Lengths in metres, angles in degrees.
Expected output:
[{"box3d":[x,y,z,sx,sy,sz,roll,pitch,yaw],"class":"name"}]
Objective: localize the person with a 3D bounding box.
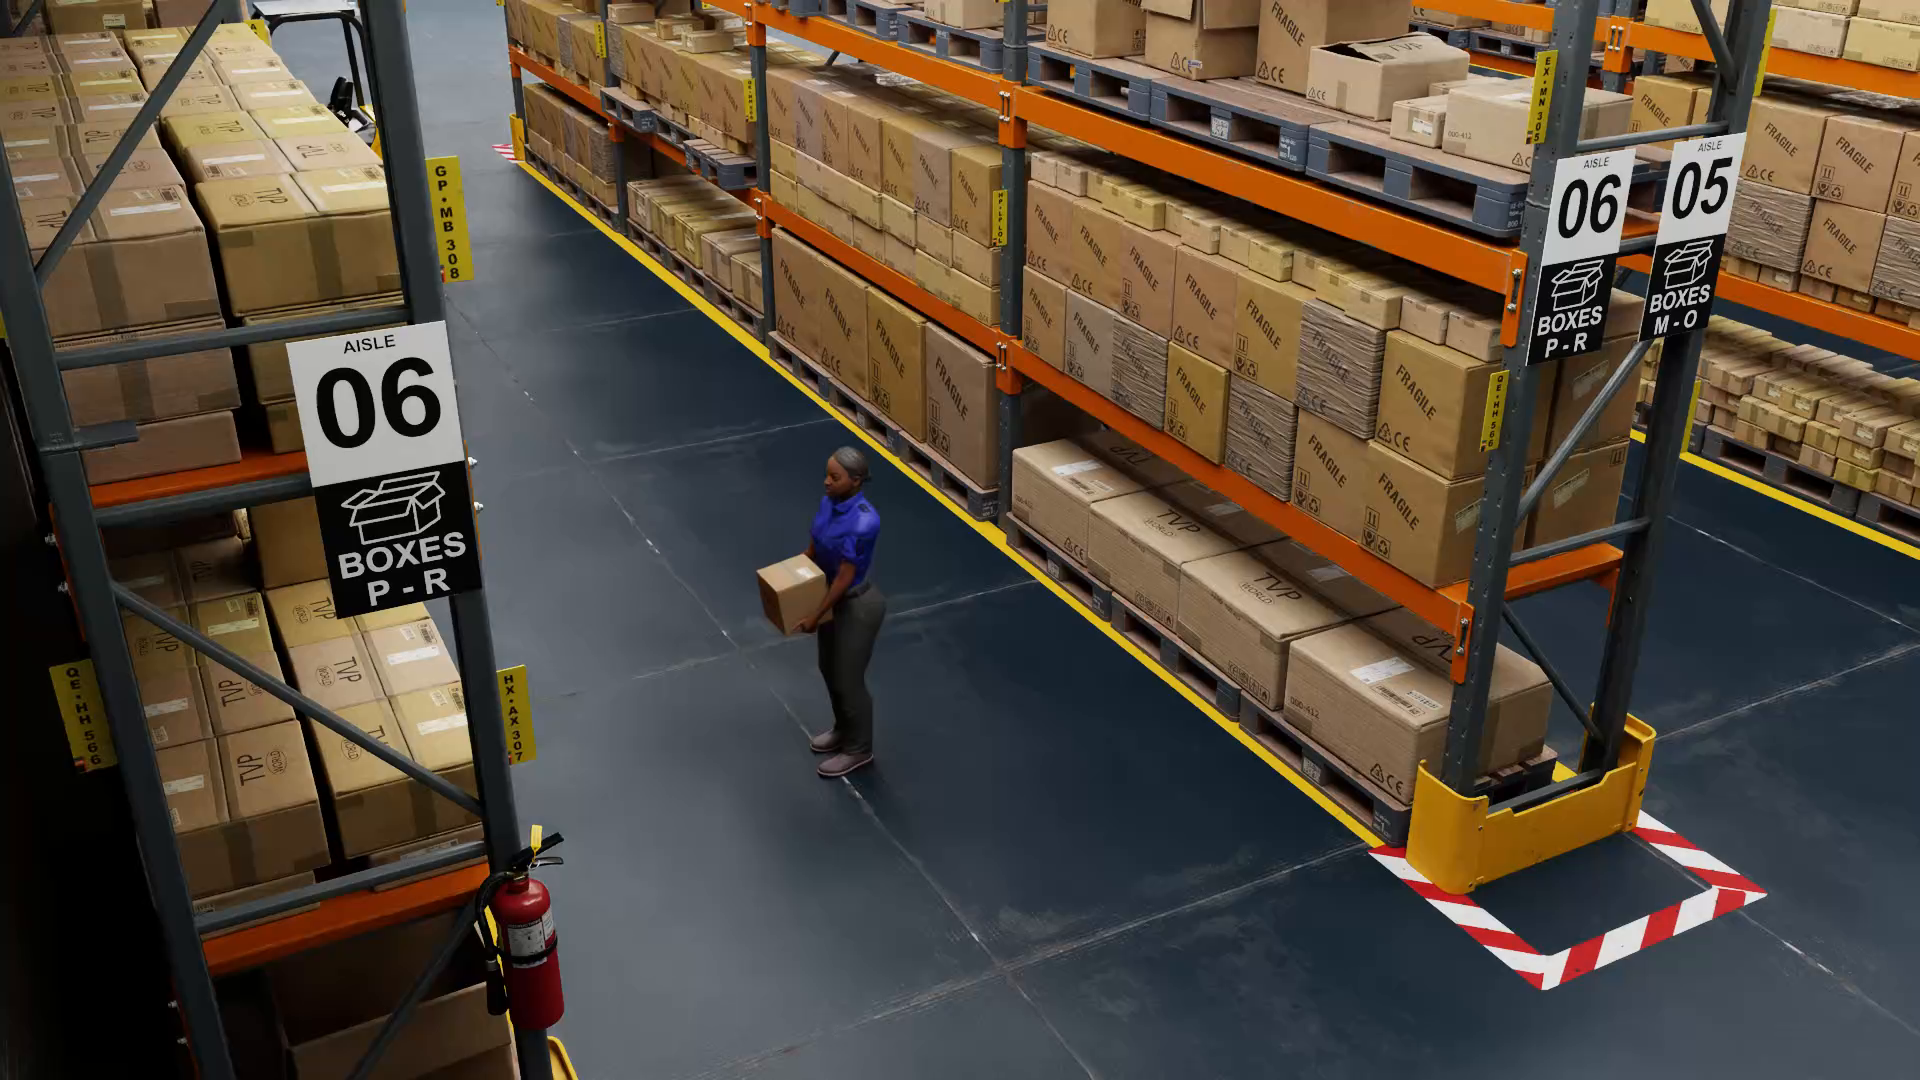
[{"box3d":[-0.614,0.353,7.909,0.505,1.644,0.423,-13,29,-26],"class":"person"}]
